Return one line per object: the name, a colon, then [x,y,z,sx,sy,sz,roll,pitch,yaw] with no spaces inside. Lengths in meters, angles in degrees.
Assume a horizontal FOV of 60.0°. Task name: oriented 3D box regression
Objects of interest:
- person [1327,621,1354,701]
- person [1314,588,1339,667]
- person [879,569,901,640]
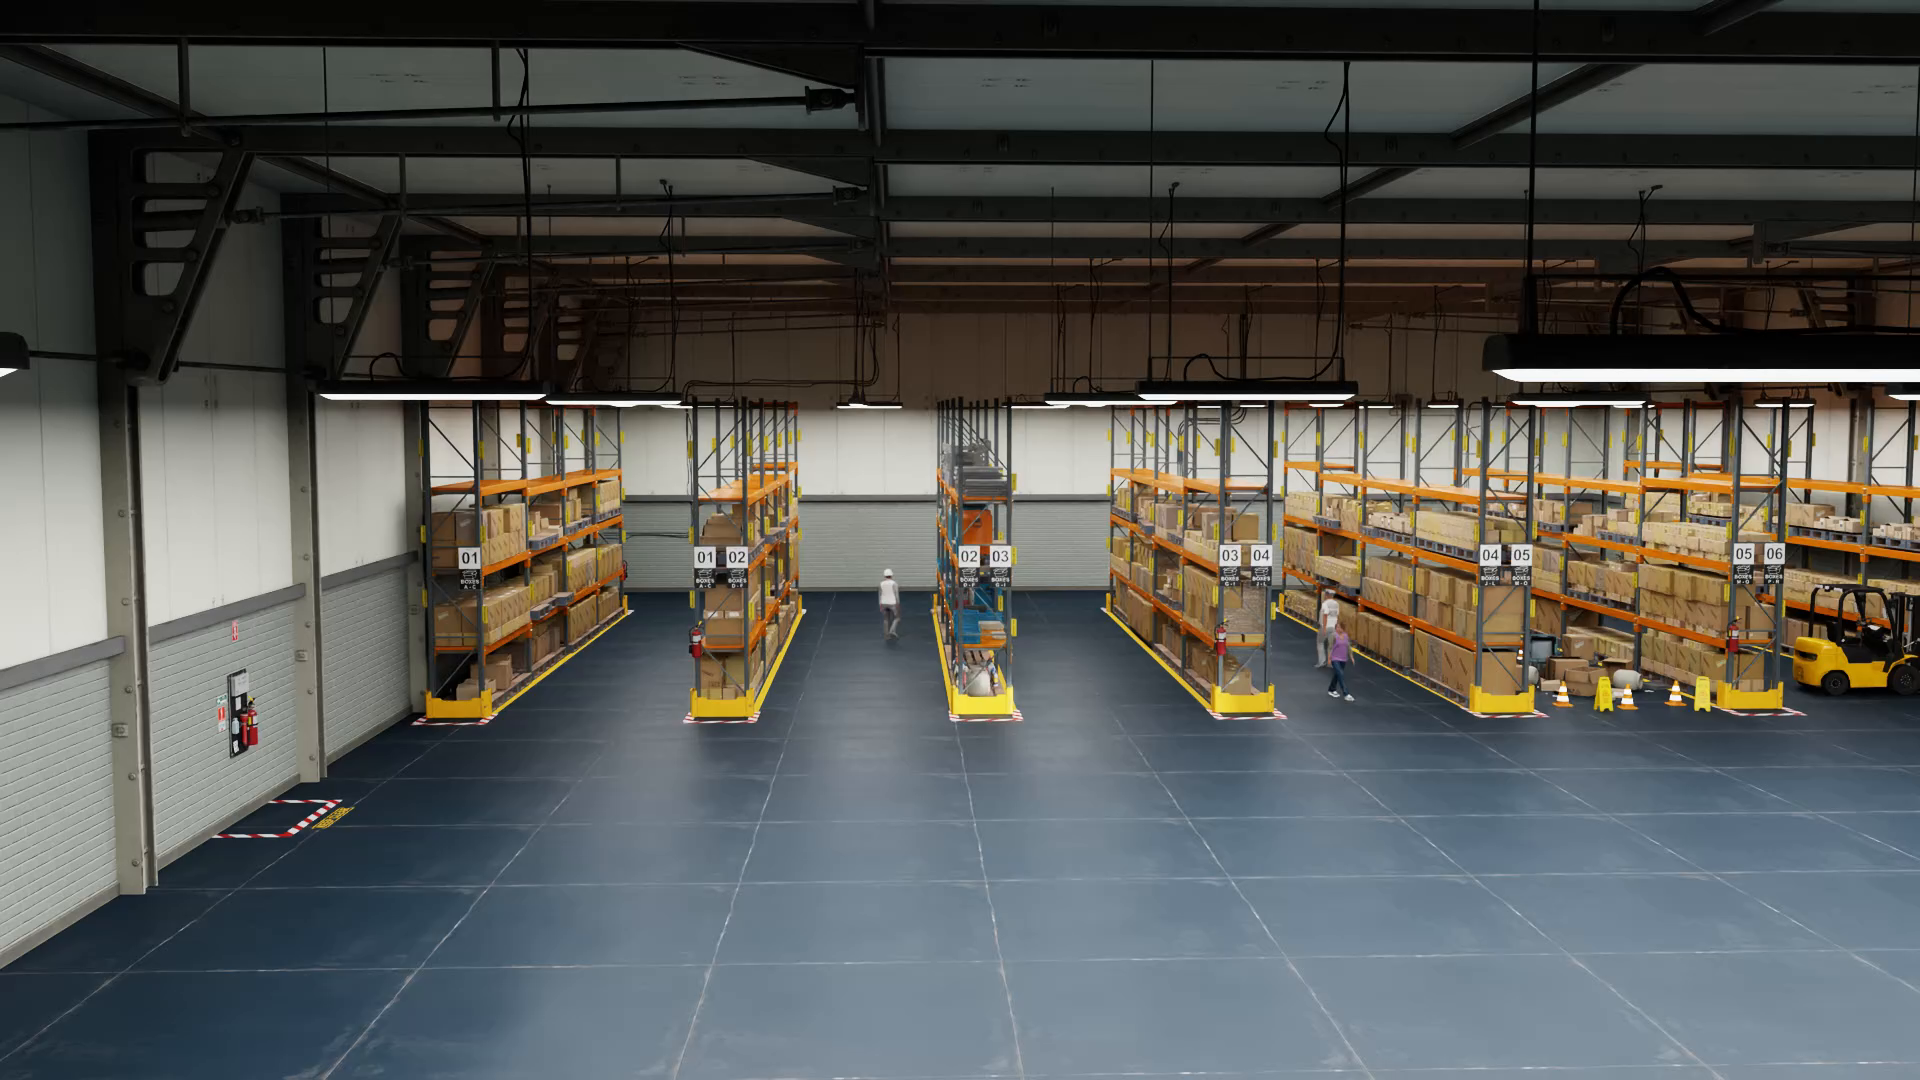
person: [7.554,2.383,32.918,0.442,1.557,0.916,-2,5,-22]
person: [8.267,2.000,37.182,0.537,1.820,0.601,-1,5,-13]
person: [-1.784,1.619,41.731,0.567,1.774,0.479,2,5,23]
